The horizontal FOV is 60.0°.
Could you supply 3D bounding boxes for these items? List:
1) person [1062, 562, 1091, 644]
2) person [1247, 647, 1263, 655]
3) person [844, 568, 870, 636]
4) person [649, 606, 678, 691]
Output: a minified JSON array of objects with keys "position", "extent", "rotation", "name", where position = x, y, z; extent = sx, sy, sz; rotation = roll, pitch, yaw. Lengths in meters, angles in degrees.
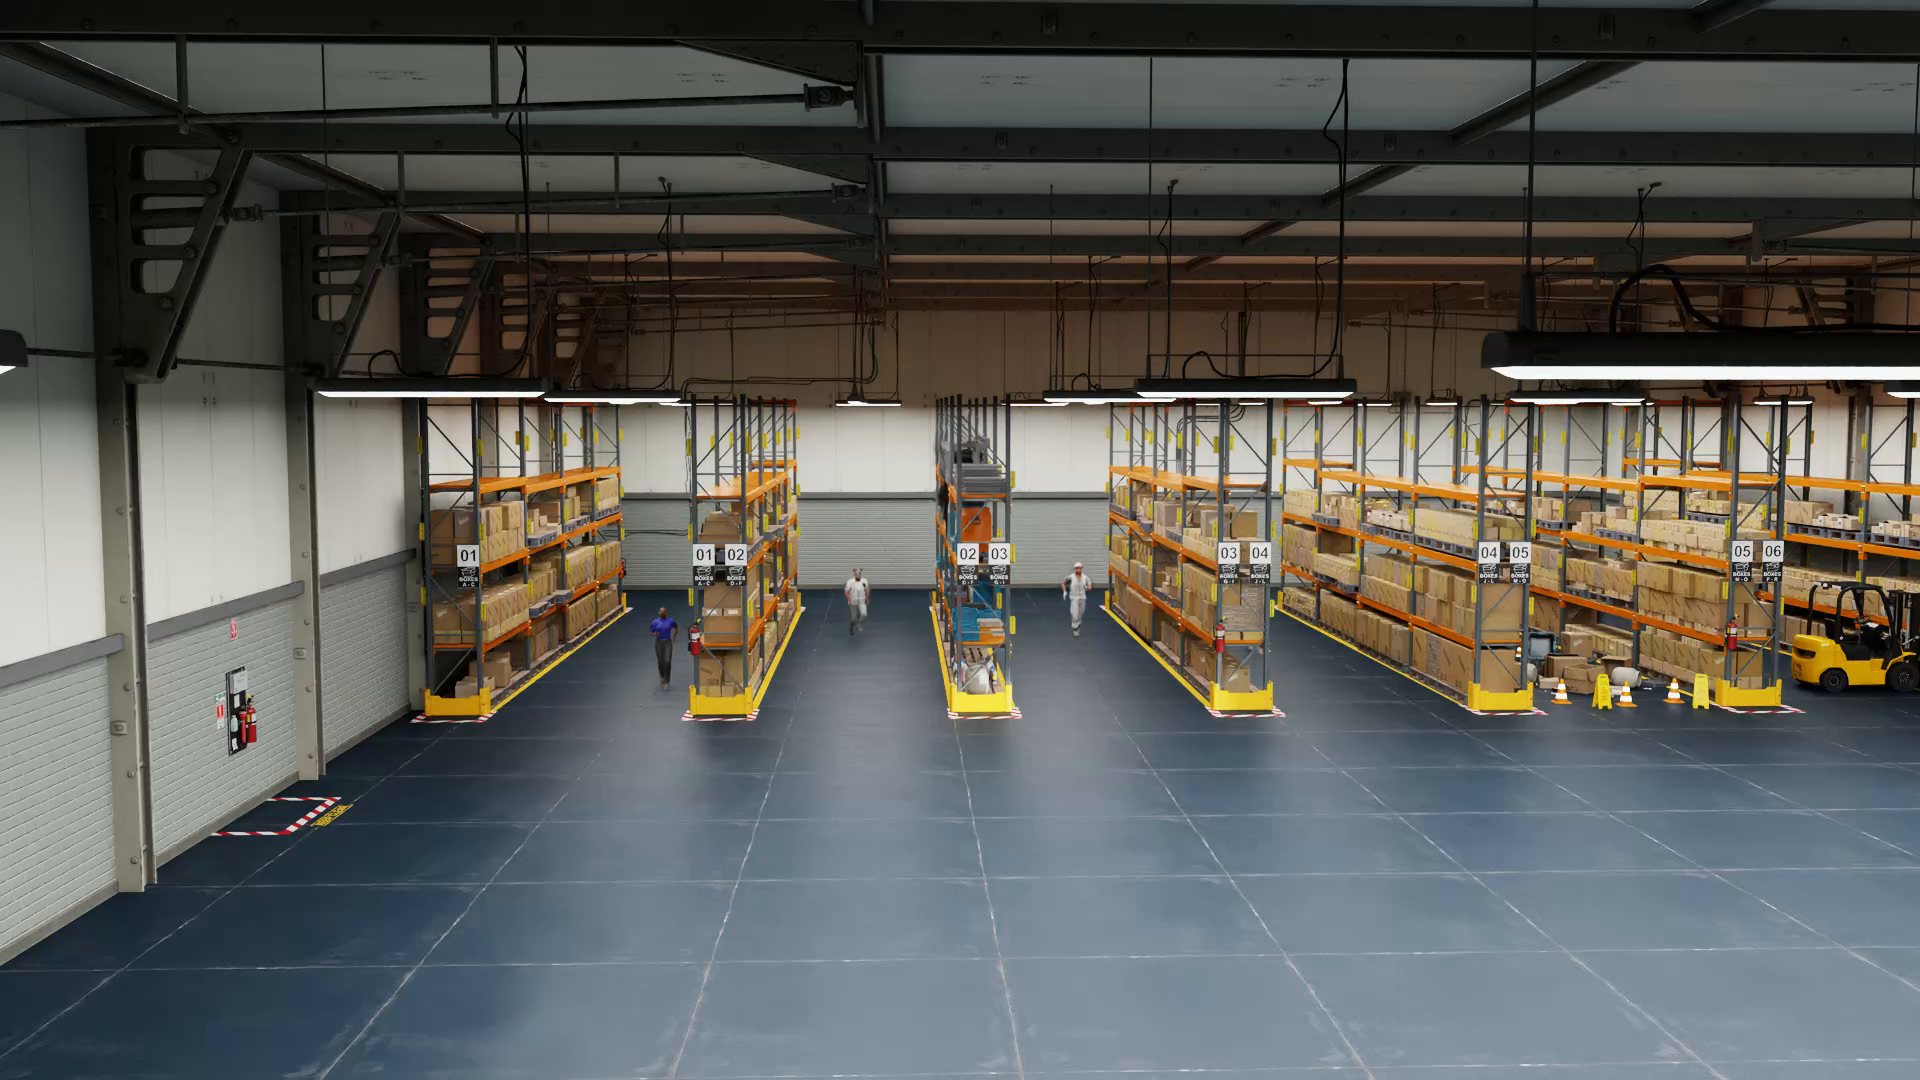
[{"position":[2.769,1.470,39.110],"extent":[0.646,1.892,0.758],"rotation":[-1,5,-16],"name":"person"},{"position":[6.905,1.762,39.087],"extent":[0.658,1.837,0.798],"rotation":[0,5,-5],"name":"person"},{"position":[-2.520,1.529,40.842],"extent":[0.653,1.724,0.866],"rotation":[-1,5,-14],"name":"person"},{"position":[-6.087,2.193,34.142],"extent":[0.574,1.680,0.883],"rotation":[-1,5,-6],"name":"person"}]
